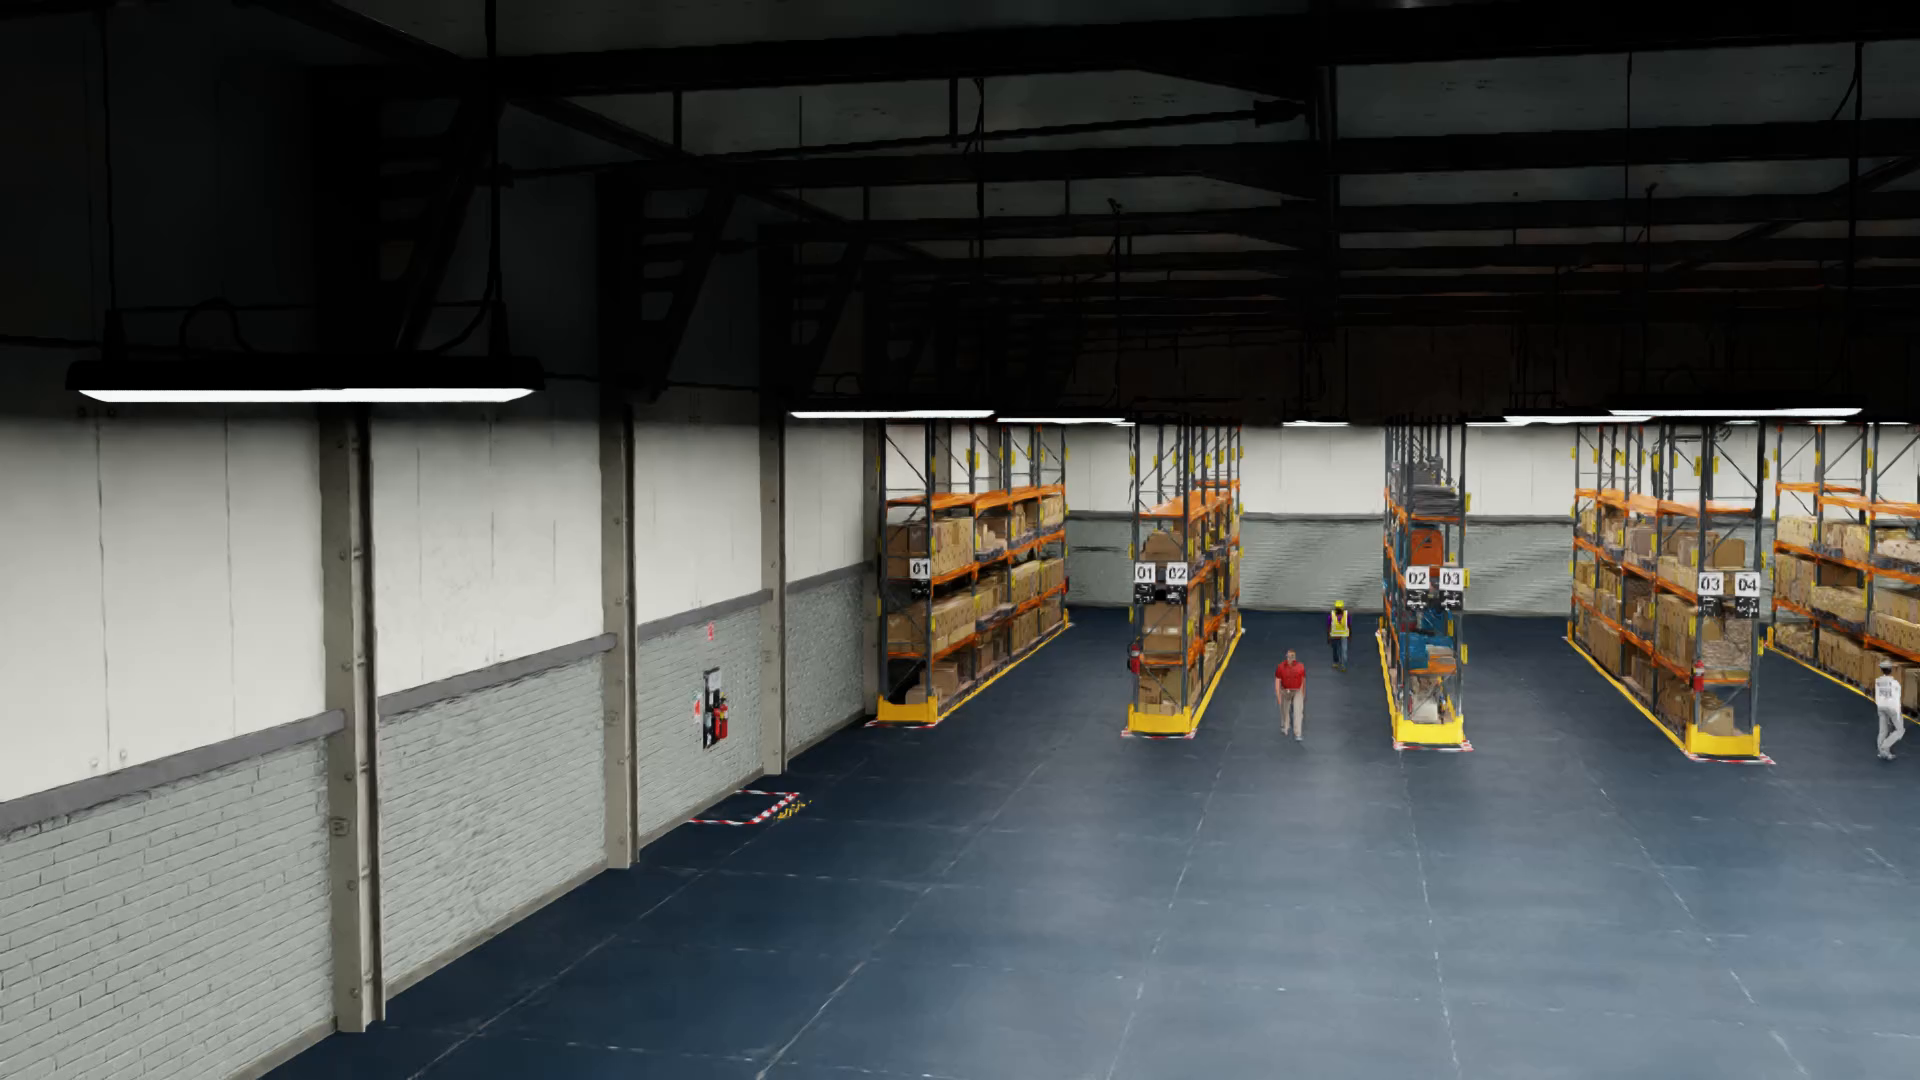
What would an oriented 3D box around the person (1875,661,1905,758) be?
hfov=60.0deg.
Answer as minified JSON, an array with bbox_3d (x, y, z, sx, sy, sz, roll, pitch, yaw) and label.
[{"bbox_3d":[16.029,2.940,28.746,0.412,1.674,0.510,-1,4,-18],"label":"person"}]

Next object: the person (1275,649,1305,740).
[{"bbox_3d":[6.069,2.808,30.575,0.547,1.641,1.115,1,4,11],"label":"person"}]

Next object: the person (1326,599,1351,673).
[{"bbox_3d":[8.871,2.234,38.961,0.577,1.687,1.121,1,4,15],"label":"person"}]
